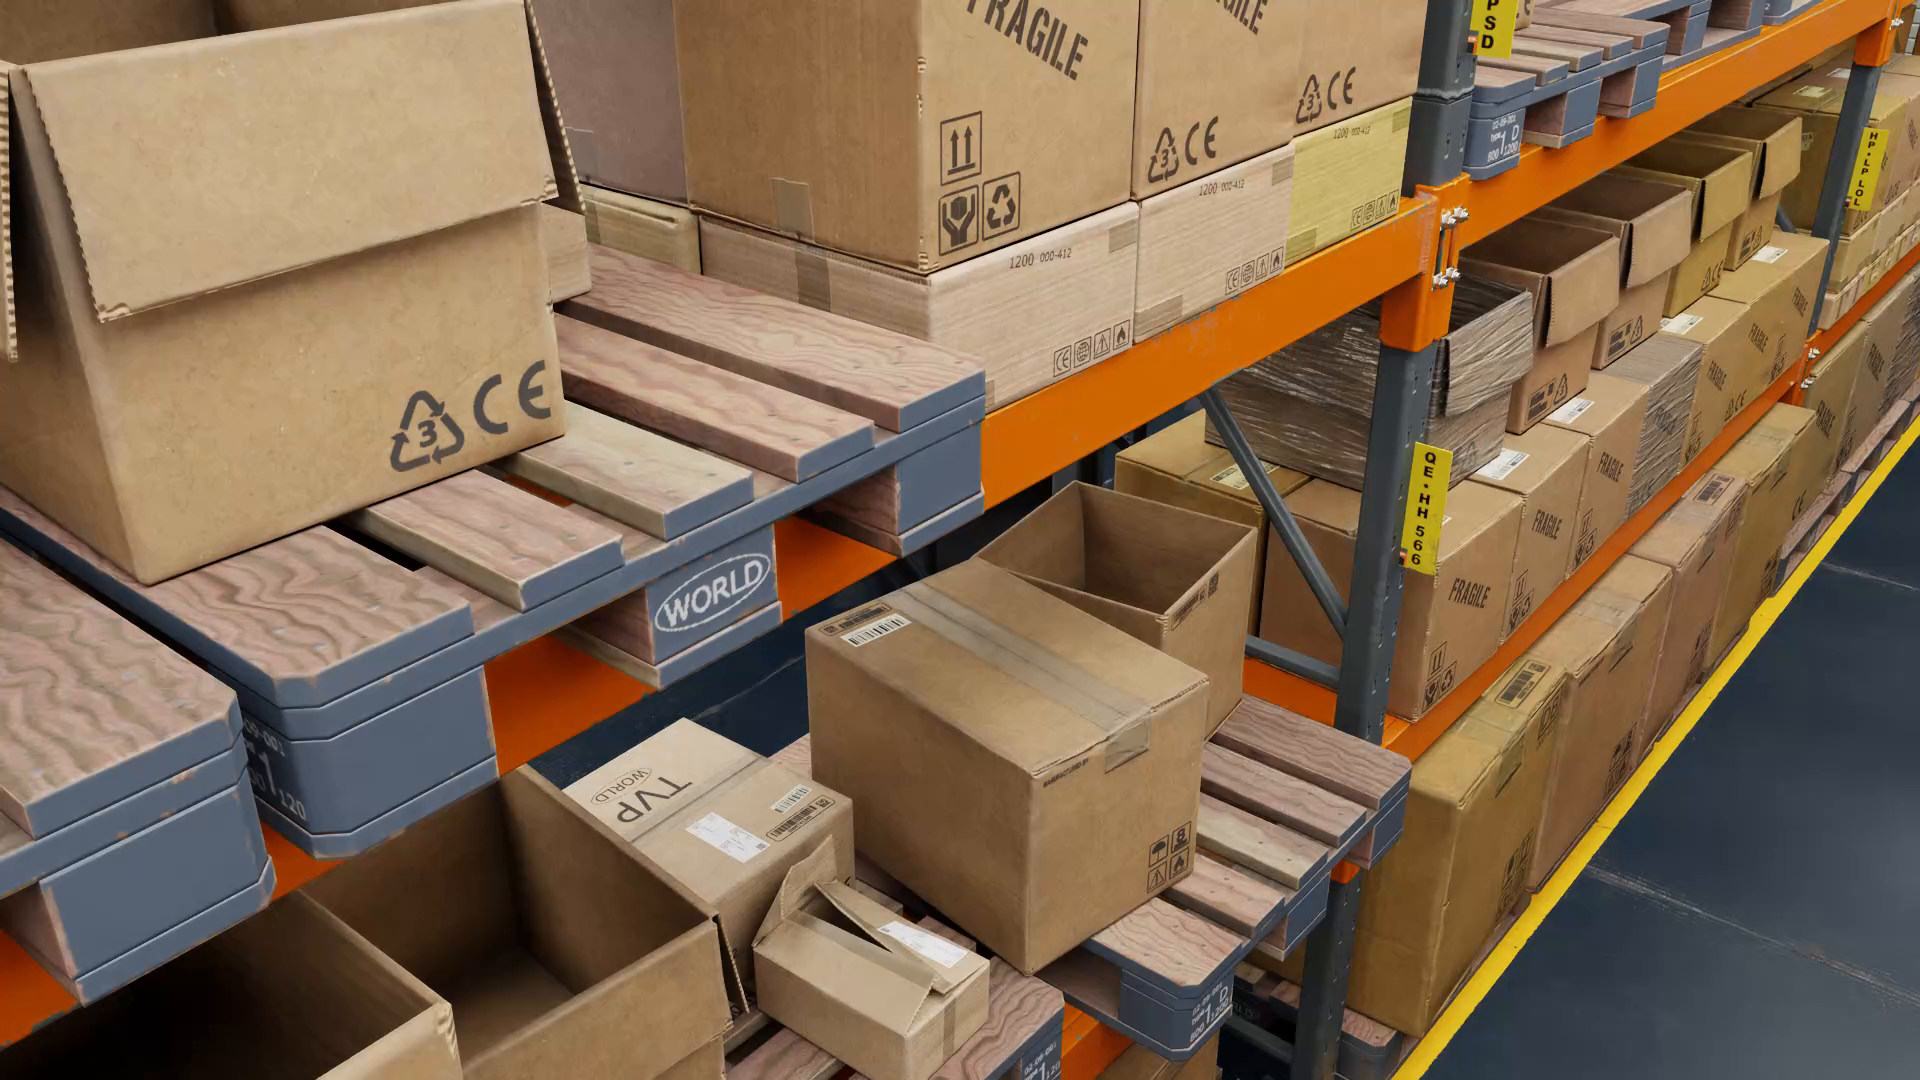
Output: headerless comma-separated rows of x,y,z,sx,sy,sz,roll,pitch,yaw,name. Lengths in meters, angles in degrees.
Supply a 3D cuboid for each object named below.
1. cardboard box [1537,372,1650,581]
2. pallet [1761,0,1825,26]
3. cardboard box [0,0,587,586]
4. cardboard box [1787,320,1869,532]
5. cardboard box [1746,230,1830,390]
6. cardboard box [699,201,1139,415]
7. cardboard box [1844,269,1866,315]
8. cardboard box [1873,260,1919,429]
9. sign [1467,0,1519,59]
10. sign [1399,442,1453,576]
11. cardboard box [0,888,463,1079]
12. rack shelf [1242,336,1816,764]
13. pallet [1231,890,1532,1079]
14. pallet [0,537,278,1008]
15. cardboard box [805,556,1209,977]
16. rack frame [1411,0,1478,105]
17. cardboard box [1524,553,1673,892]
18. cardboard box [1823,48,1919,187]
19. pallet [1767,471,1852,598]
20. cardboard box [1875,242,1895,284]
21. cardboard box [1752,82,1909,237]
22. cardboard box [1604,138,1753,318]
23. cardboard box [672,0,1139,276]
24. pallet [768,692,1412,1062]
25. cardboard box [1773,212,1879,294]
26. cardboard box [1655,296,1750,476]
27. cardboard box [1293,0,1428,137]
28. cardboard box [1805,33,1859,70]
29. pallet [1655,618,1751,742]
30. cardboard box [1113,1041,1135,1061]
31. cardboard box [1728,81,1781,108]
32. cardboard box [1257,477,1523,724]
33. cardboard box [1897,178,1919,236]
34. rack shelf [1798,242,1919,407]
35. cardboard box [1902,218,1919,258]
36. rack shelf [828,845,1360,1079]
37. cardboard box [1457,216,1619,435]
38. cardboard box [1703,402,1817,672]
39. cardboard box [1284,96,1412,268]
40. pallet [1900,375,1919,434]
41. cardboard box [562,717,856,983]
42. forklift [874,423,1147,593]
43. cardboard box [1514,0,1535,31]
1.846,-0.252,5.364,0.500,0.500,0.500,20,33,34,cardboard box
2.676,-2.075,5.939,0.805,0.209,1.217,19,33,32,pallet
-0.893,-0.367,1.861,0.797,0.503,0.637,22,35,36,cardboard box
3.703,-0.620,8.040,0.875,0.875,0.875,21,34,34,cardboard box
3.135,-0.965,6.743,0.500,0.500,0.500,21,34,35,cardboard box
-0.063,-0.417,2.690,0.500,0.250,0.500,22,34,36,cardboard box
3.833,-1.156,7.493,0.380,0.149,0.250,19,33,33,cardboard box
4.842,-1.255,9.266,0.875,0.875,0.875,21,34,34,cardboard box
1.095,-1.151,3.383,0.100,0.325,0.005,21,34,34,sign
1.102,-0.072,3.951,0.100,0.325,0.005,21,34,34,sign
-1.254,0.976,1.989,1.000,1.000,1.000,21,34,35,cardboard box
1.949,-0.138,6.035,1.077,0.370,4.000,21,34,34,rack shelf
1.237,1.233,5.638,1.003,0.211,1.213,21,34,34,pallet
-1.392,0.233,1.475,1.213,0.211,1.003,21,34,34,pallet
0.087,0.451,3.548,0.500,0.500,0.700,-22,35,-36,cardboard box
0.677,-2.413,3.121,1.000,3.000,0.127,21,34,34,rack frame
1.705,0.456,5.959,1.225,0.875,0.875,21,34,35,cardboard box
4.370,-2.019,7.911,0.500,0.500,0.500,20,33,33,cardboard box
3.766,-0.175,8.358,1.003,0.211,1.213,21,34,34,pallet
4.166,-1.343,7.855,0.380,0.149,0.250,20,33,33,cardboard box
3.723,-1.660,7.218,0.500,0.500,0.500,21,34,34,cardboard box
2.376,-1.188,6.081,0.797,0.503,0.637,21,34,35,cardboard box
-0.078,-0.749,2.516,0.500,0.500,0.500,21,34,35,cardboard box
0.306,0.620,3.995,1.213,0.211,1.003,21,34,34,pallet
3.722,-1.322,7.381,0.500,0.250,0.500,20,33,34,cardboard box
2.488,-0.605,6.046,0.500,0.500,0.500,20,34,34,cardboard box
0.567,-1.105,3.204,0.500,0.500,0.500,22,34,36,cardboard box
4.609,-2.529,8.898,0.500,0.500,0.500,20,33,33,cardboard box
2.789,0.367,7.310,1.003,0.211,1.213,21,34,34,pallet
0.274,1.080,4.324,0.500,0.250,0.500,22,35,36,cardboard box
3.308,-1.806,7.501,0.500,0.500,0.500,22,35,36,cardboard box
1.196,0.114,4.656,0.500,0.500,0.500,22,35,36,cardboard box
4.368,-1.682,8.077,0.500,0.250,0.500,22,34,36,cardboard box
4.494,-1.556,8.777,1.077,0.370,4.000,21,34,34,rack shelf
4.490,-1.522,8.202,0.380,0.149,0.250,21,34,35,cardboard box
-0.595,1.280,3.294,1.077,0.370,4.000,21,34,34,rack shelf
1.571,-0.723,5.183,0.797,0.503,0.637,22,34,36,cardboard box
2.830,-0.177,7.183,1.225,0.875,0.875,21,34,35,cardboard box
0.564,-0.774,3.380,0.500,0.250,0.500,21,34,35,cardboard box
5.318,-1.040,10.031,1.003,0.211,1.213,21,34,34,pallet
-0.566,0.659,3.419,0.500,0.250,0.500,20,33,33,cardboard box
0.231,-1.036,7.062,1.130,2.935,3.031,-10,29,-19,forklift
1.010,-1.551,4.149,0.797,0.503,0.637,23,35,37,cardboard box
